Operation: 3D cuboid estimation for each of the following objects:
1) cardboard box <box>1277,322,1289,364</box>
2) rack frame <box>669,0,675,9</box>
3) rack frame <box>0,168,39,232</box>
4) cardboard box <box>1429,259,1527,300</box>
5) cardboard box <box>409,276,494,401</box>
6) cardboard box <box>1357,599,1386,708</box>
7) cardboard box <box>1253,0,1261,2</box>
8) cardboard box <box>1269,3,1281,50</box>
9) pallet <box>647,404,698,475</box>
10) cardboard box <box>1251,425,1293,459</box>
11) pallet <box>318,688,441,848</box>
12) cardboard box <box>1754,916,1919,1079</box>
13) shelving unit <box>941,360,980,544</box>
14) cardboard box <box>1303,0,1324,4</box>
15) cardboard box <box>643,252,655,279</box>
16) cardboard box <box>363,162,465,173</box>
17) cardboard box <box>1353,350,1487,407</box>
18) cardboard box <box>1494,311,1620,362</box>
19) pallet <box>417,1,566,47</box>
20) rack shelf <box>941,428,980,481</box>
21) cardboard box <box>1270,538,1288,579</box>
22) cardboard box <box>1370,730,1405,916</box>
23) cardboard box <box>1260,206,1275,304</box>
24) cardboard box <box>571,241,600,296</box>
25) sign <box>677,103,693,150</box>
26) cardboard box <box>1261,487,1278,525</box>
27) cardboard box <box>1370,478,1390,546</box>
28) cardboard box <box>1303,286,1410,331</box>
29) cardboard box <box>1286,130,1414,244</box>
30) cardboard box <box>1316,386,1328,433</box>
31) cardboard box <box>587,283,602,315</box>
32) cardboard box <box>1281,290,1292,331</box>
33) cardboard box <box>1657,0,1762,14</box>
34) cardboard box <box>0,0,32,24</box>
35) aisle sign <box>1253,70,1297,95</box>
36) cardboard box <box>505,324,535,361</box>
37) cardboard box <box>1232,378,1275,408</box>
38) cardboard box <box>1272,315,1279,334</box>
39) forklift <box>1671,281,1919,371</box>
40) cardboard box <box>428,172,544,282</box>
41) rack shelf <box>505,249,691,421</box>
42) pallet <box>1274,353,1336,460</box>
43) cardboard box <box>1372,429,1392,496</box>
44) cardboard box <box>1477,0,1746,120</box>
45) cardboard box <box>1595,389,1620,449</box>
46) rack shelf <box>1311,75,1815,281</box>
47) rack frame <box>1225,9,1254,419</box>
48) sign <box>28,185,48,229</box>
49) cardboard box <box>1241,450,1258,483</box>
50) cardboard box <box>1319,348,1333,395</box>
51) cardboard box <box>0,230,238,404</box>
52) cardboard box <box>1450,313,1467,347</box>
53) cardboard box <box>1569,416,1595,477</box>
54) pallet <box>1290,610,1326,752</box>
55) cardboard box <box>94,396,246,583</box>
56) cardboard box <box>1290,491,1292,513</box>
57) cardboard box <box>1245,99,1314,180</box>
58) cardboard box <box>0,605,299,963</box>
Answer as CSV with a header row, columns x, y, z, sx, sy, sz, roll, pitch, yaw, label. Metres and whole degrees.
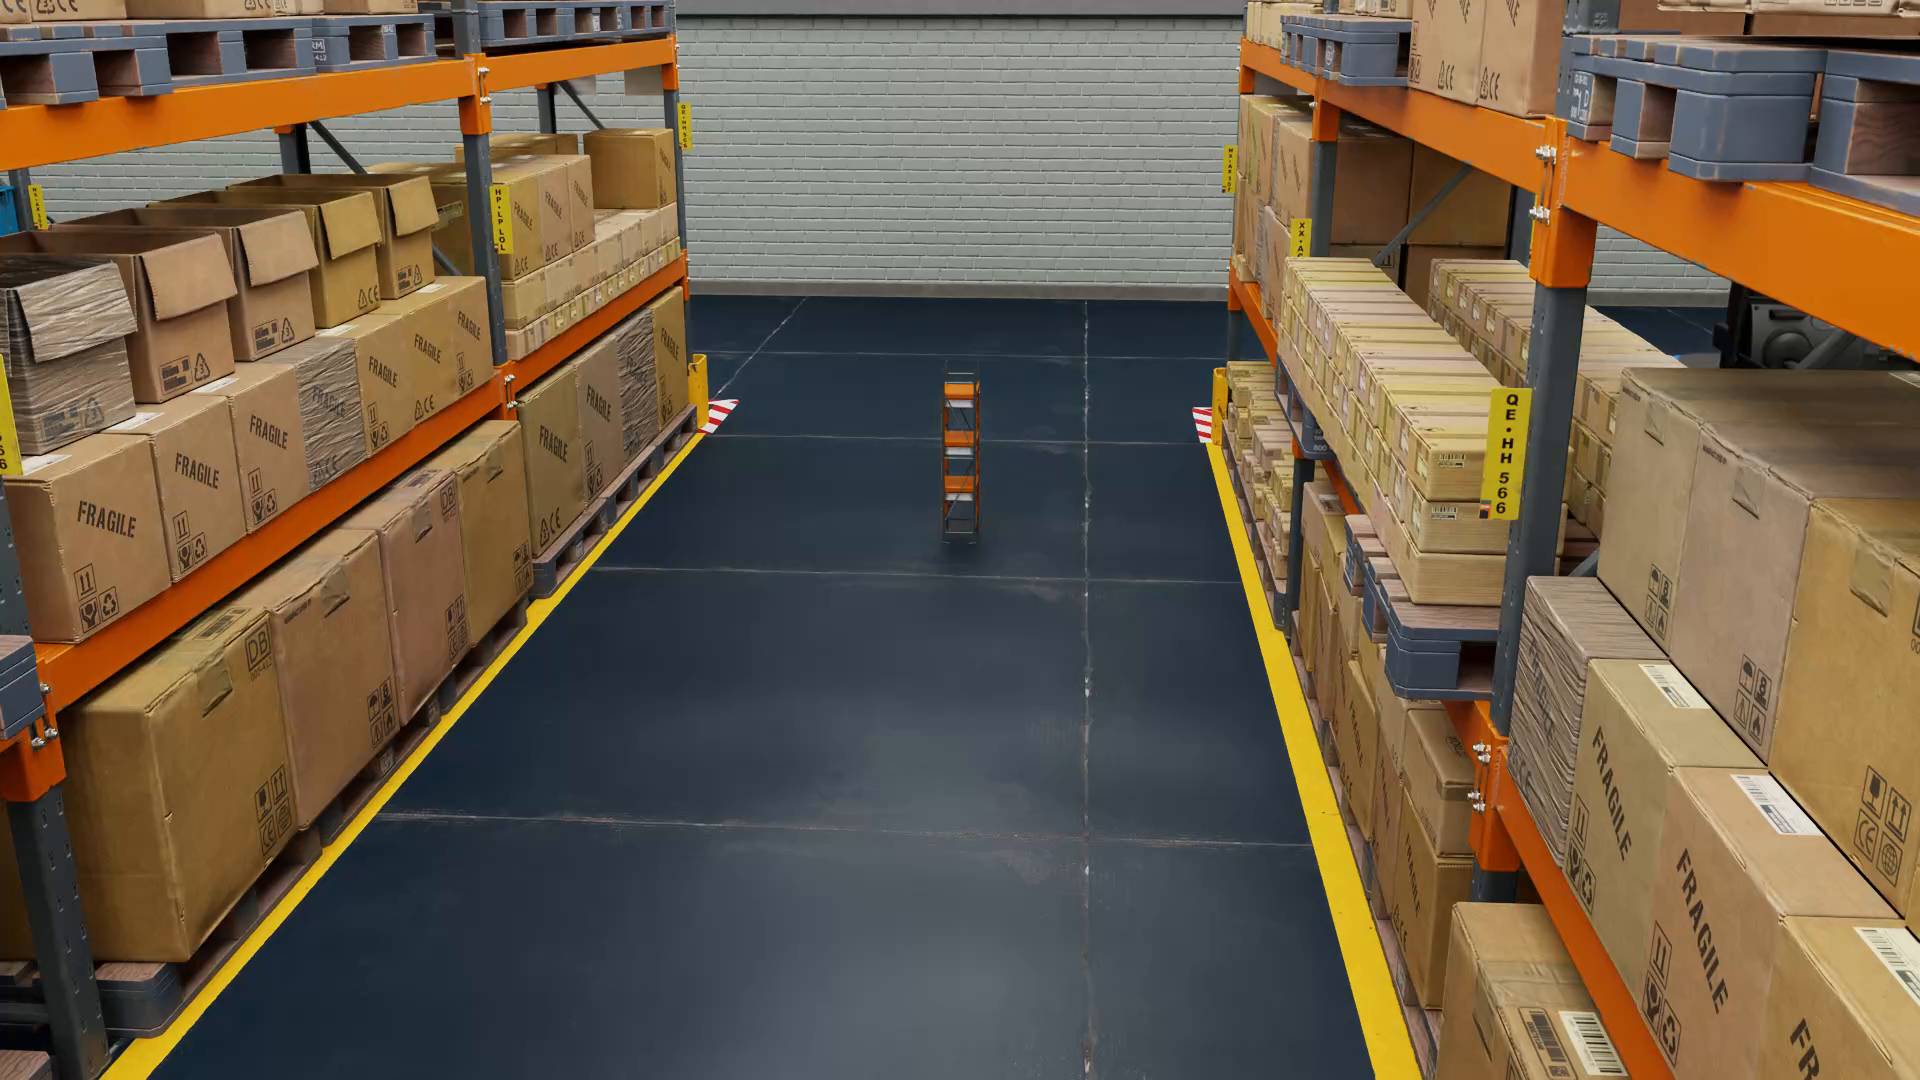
x,y,z,sx,sy,sz,roll,pitch,yaw,label
1.656,-0.894,7.562,0.380,0.149,0.250,0,18,1,cardboard box
-2.510,-5.161,11.221,1.000,3.000,0.127,1,18,4,rack frame
-7.450,-2.421,12.493,1.000,3.000,0.127,1,18,4,rack frame
2.309,-1.159,7.418,0.380,0.149,0.250,2,18,6,cardboard box
-2.558,-0.964,7.887,0.500,0.500,0.500,1,18,4,cardboard box
1.721,0.416,5.972,0.500,0.250,0.500,2,18,5,cardboard box
2.103,-3.467,10.307,0.500,0.250,0.500,1,18,3,cardboard box
2.029,-2.904,9.393,0.500,0.250,0.500,1,18,4,cardboard box
-2.489,-0.735,11.826,1.003,0.211,1.213,1,18,4,pallet
1.929,-0.576,9.812,0.380,0.149,0.250,1,18,2,cardboard box
-2.862,0.879,6.902,1.003,0.211,1.213,1,18,4,pallet
1.447,0.872,2.284,0.500,0.500,0.500,1,18,3,cardboard box
0.004,-0.516,9.810,0.215,1.050,0.252,1,18,4,shelving unit
1.923,-2.666,7.864,0.500,0.250,0.500,0,18,1,cardboard box
-2.262,-1.836,11.112,0.380,0.149,0.250,2,18,5,cardboard box
-2.990,-1.798,9.153,0.500,0.500,0.500,1,18,4,cardboard box
1.512,-0.526,5.483,0.380,0.149,0.250,1,18,4,cardboard box
2.215,-0.755,6.182,0.380,0.149,0.250,0,18,1,cardboard box
-2.728,-2.705,8.685,1.003,0.211,1.213,1,18,4,pallet
0.004,-0.505,9.814,0.215,0.259,0.240,1,18,4,rack shelf
1.831,0.100,8.704,0.380,0.149,0.250,2,18,5,cardboard box
1.684,0.934,5.596,0.500,0.500,0.500,2,18,6,cardboard box
1.971,-1.587,9.310,0.500,0.500,0.500,1,18,4,cardboard box
-2.430,-1.593,9.731,0.500,0.250,0.500,2,18,5,cardboard box
-1.970,-2.956,11.888,0.100,0.325,0.005,1,18,4,sign
1.857,-0.185,9.095,0.380,0.149,0.250,1,18,2,cardboard box
1.471,-0.084,5.091,0.380,0.149,0.250,2,18,5,cardboard box
1.601,-0.933,6.725,0.380,0.149,0.250,1,18,3,cardboard box
1.907,-1.742,8.177,0.500,0.500,0.500,1,18,2,cardboard box
1.568,-0.488,6.324,0.380,0.149,0.250,1,18,3,cardboard box
-2.351,-1.435,9.889,0.380,0.149,0.250,1,18,5,cardboard box
1.656,-1.035,7.516,0.380,0.149,0.250,2,18,5,cardboard box
1.585,-1.093,2.934,0.500,0.311,0.500,1,18,4,cardboard box
-3.112,-1.690,4.607,0.797,0.503,0.637,2,18,7,cardboard box
2.136,-3.433,11.407,0.394,0.787,0.004,1,18,4,aisle sign
-2.444,-1.033,8.661,0.380,0.149,0.250,1,18,4,cardboard box
2.008,-0.977,11.034,0.380,0.149,0.250,1,18,4,cardboard box
1.951,-1.229,9.259,0.380,0.149,0.250,1,18,2,cardboard box
4.490,-1.000,8.269,1.130,2.935,3.031,2,18,5,forklift
-2.507,-1.637,8.661,0.500,0.500,0.500,1,18,4,cardboard box
-2.653,-1.347,10.372,1.077,0.370,4.000,1,18,4,rack shelf
1.943,-0.600,7.246,1.003,0.211,1.213,1,18,4,pallet
1.471,-0.233,5.068,0.380,0.149,0.250,2,18,5,cardboard box
1.644,-1.339,4.215,0.500,0.500,0.500,1,18,4,cardboard box
2.121,-0.345,4.932,0.380,0.149,0.250,1,18,4,cardboard box
2.000,-1.388,5.680,1.077,0.370,4.000,1,18,4,rack shelf
2.430,-2.168,11.722,1.000,3.000,0.127,1,18,4,rack frame
-6.900,-2.491,12.445,0.100,0.325,0.005,1,18,4,sign
1.969,-0.463,10.423,0.380,0.149,0.250,0,18,1,cardboard box
1.567,-0.627,6.272,0.380,0.149,0.250,1,18,3,cardboard box
-2.966,-0.779,5.710,0.797,0.503,0.637,2,18,5,cardboard box
2.273,-0.860,6.982,0.380,0.149,0.250,2,18,6,cardboard box
2.142,-0.296,5.260,0.380,0.149,0.250,1,18,4,cardboard box
2.089,0.641,7.626,1.003,0.211,1.213,1,18,4,pallet
-2.743,-0.178,5.488,0.500,0.500,0.500,1,18,2,cardboard box
1.909,-0.169,8.571,0.380,0.149,0.250,2,18,5,cardboard box
2.103,-2.541,10.618,0.500,0.500,0.500,2,18,6,cardboard box
-3.013,0.771,5.491,1.225,0.875,0.875,0,18,1,cardboard box
